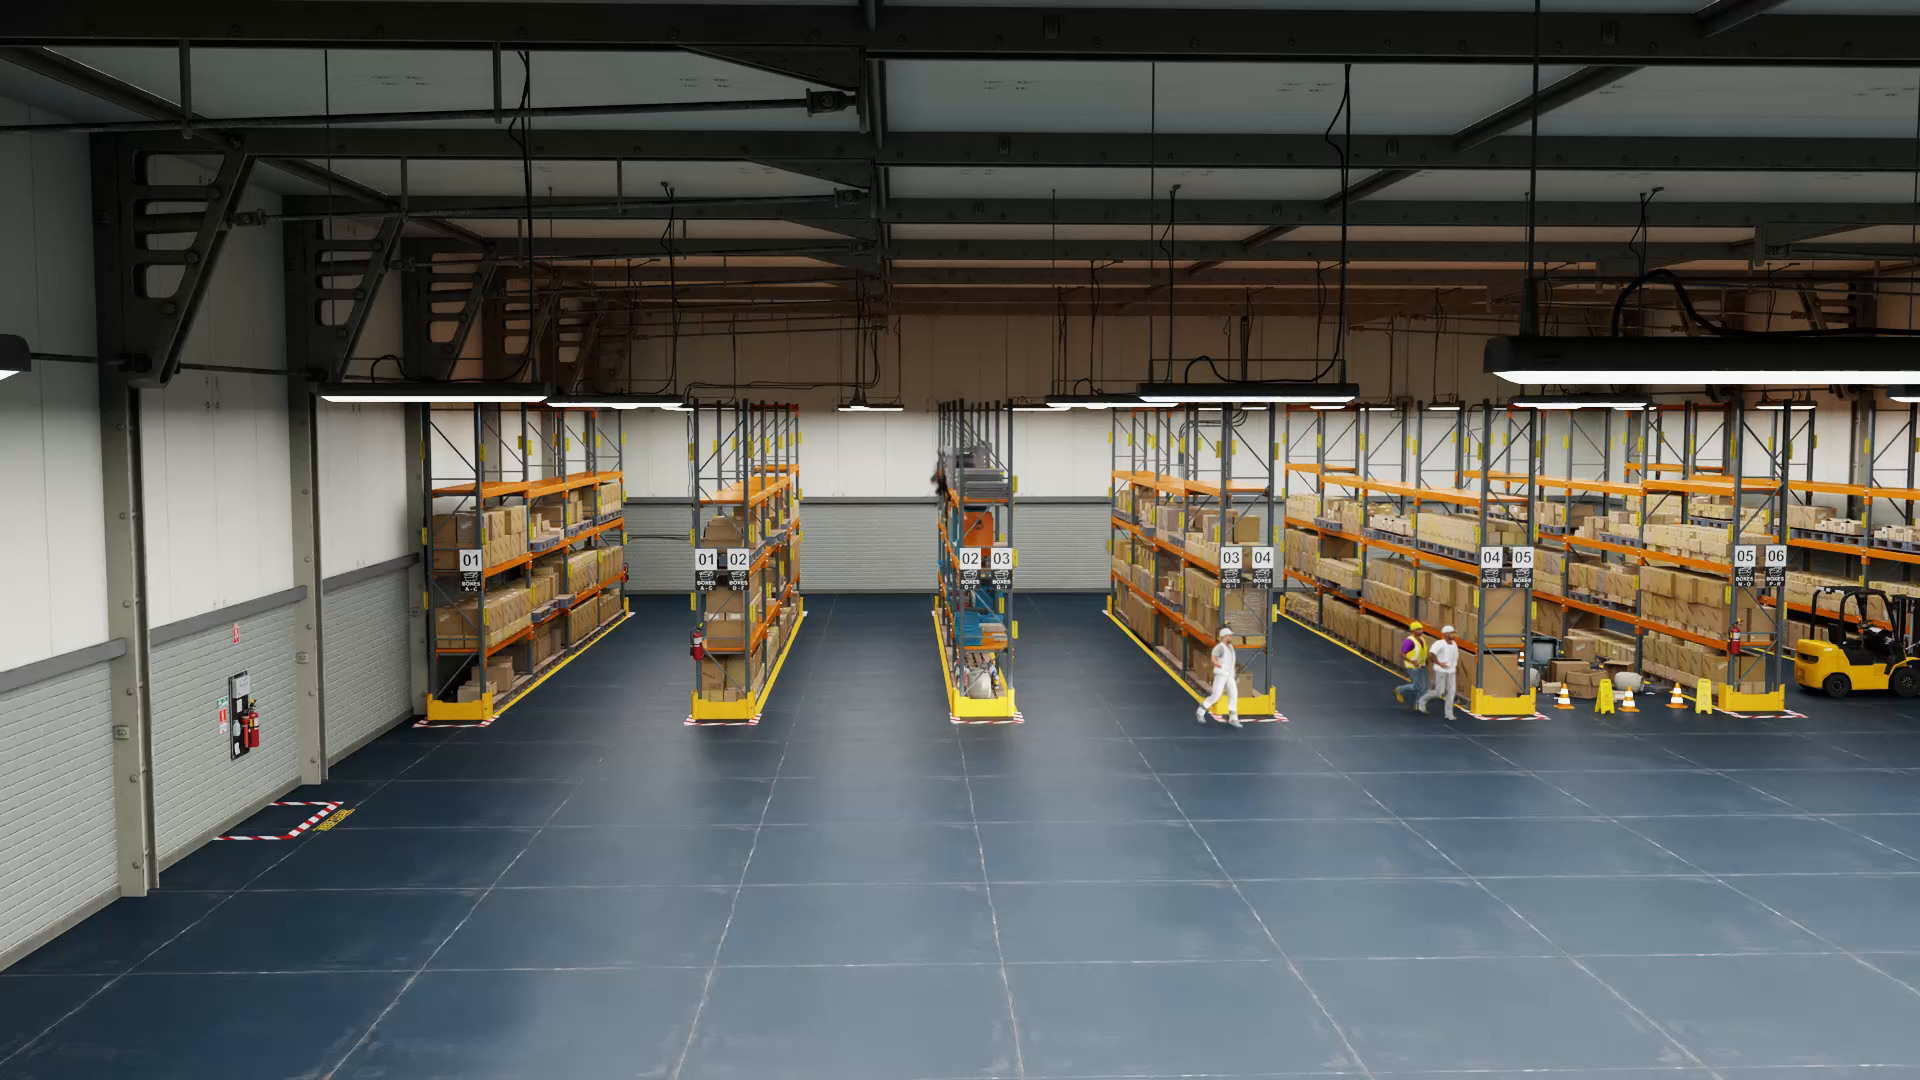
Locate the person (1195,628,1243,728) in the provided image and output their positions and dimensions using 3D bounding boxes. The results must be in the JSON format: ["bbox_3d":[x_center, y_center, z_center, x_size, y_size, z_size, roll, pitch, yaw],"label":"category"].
[{"bbox_3d":[4.872,2.506,30.510,0.966,1.768,0.715,4,6,45],"label":"person"}]

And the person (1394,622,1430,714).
[{"bbox_3d":[8.742,2.443,32.036,0.708,1.749,0.727,-3,5,-37],"label":"person"}]

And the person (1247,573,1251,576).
[{"bbox_3d":[8.060,1.282,47.905,0.612,1.642,0.639,3,5,34],"label":"person"}]

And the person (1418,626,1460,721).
[{"bbox_3d":[9.164,2.477,31.325,0.765,1.726,0.919,-2,5,-29],"label":"person"}]
